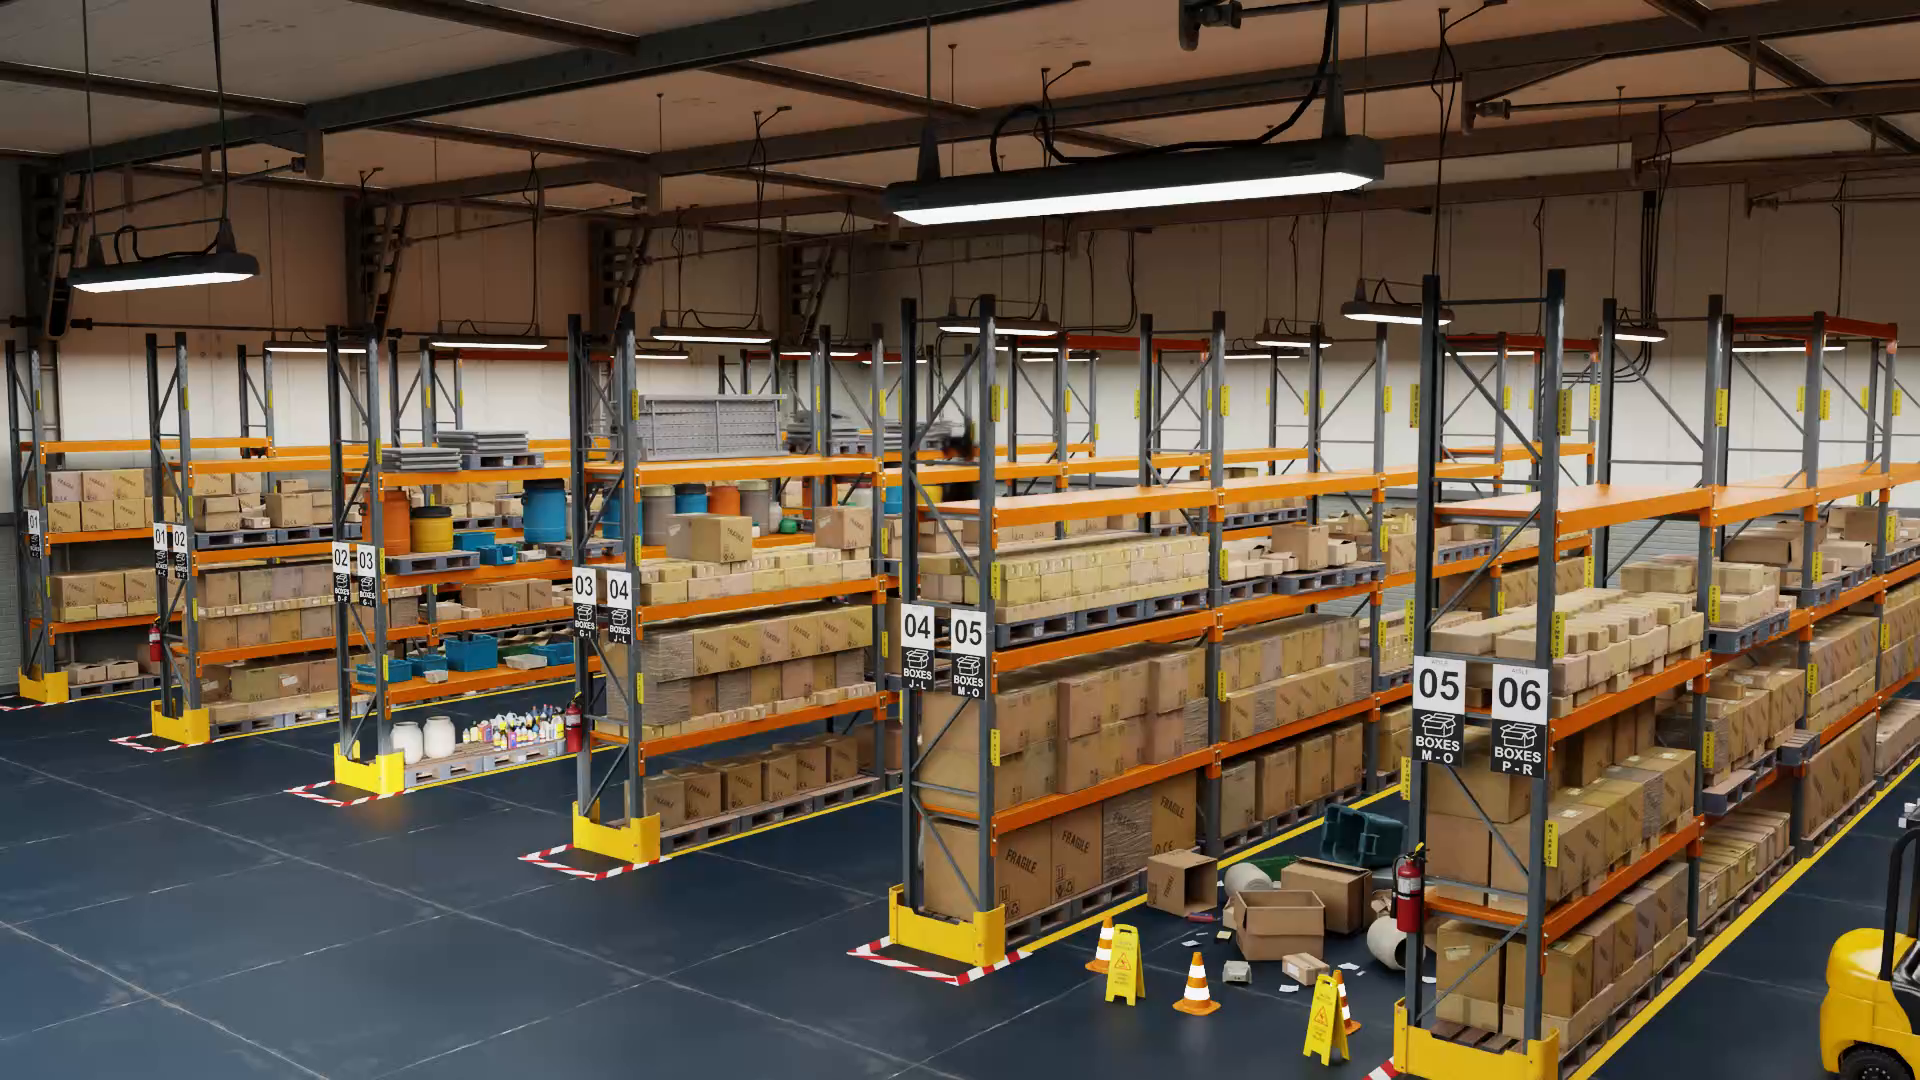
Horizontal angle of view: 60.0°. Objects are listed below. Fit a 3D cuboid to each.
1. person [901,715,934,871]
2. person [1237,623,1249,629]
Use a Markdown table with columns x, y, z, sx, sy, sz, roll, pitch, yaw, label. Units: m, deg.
| x | y | z | sx | sy | sz | roll | pitch | yaw | label |
| --- | --- | --- | --- | --- | --- | --- | --- | --- | --- |
| -0.348 | 2.700 | 17.990 | 0.618 | 1.669 | 0.890 | 3 | 6 | 27 | person |
| 3.863 | 1.989 | 22.838 | 0.546 | 1.715 | 0.831 | 4 | 6 | 35 | person |
